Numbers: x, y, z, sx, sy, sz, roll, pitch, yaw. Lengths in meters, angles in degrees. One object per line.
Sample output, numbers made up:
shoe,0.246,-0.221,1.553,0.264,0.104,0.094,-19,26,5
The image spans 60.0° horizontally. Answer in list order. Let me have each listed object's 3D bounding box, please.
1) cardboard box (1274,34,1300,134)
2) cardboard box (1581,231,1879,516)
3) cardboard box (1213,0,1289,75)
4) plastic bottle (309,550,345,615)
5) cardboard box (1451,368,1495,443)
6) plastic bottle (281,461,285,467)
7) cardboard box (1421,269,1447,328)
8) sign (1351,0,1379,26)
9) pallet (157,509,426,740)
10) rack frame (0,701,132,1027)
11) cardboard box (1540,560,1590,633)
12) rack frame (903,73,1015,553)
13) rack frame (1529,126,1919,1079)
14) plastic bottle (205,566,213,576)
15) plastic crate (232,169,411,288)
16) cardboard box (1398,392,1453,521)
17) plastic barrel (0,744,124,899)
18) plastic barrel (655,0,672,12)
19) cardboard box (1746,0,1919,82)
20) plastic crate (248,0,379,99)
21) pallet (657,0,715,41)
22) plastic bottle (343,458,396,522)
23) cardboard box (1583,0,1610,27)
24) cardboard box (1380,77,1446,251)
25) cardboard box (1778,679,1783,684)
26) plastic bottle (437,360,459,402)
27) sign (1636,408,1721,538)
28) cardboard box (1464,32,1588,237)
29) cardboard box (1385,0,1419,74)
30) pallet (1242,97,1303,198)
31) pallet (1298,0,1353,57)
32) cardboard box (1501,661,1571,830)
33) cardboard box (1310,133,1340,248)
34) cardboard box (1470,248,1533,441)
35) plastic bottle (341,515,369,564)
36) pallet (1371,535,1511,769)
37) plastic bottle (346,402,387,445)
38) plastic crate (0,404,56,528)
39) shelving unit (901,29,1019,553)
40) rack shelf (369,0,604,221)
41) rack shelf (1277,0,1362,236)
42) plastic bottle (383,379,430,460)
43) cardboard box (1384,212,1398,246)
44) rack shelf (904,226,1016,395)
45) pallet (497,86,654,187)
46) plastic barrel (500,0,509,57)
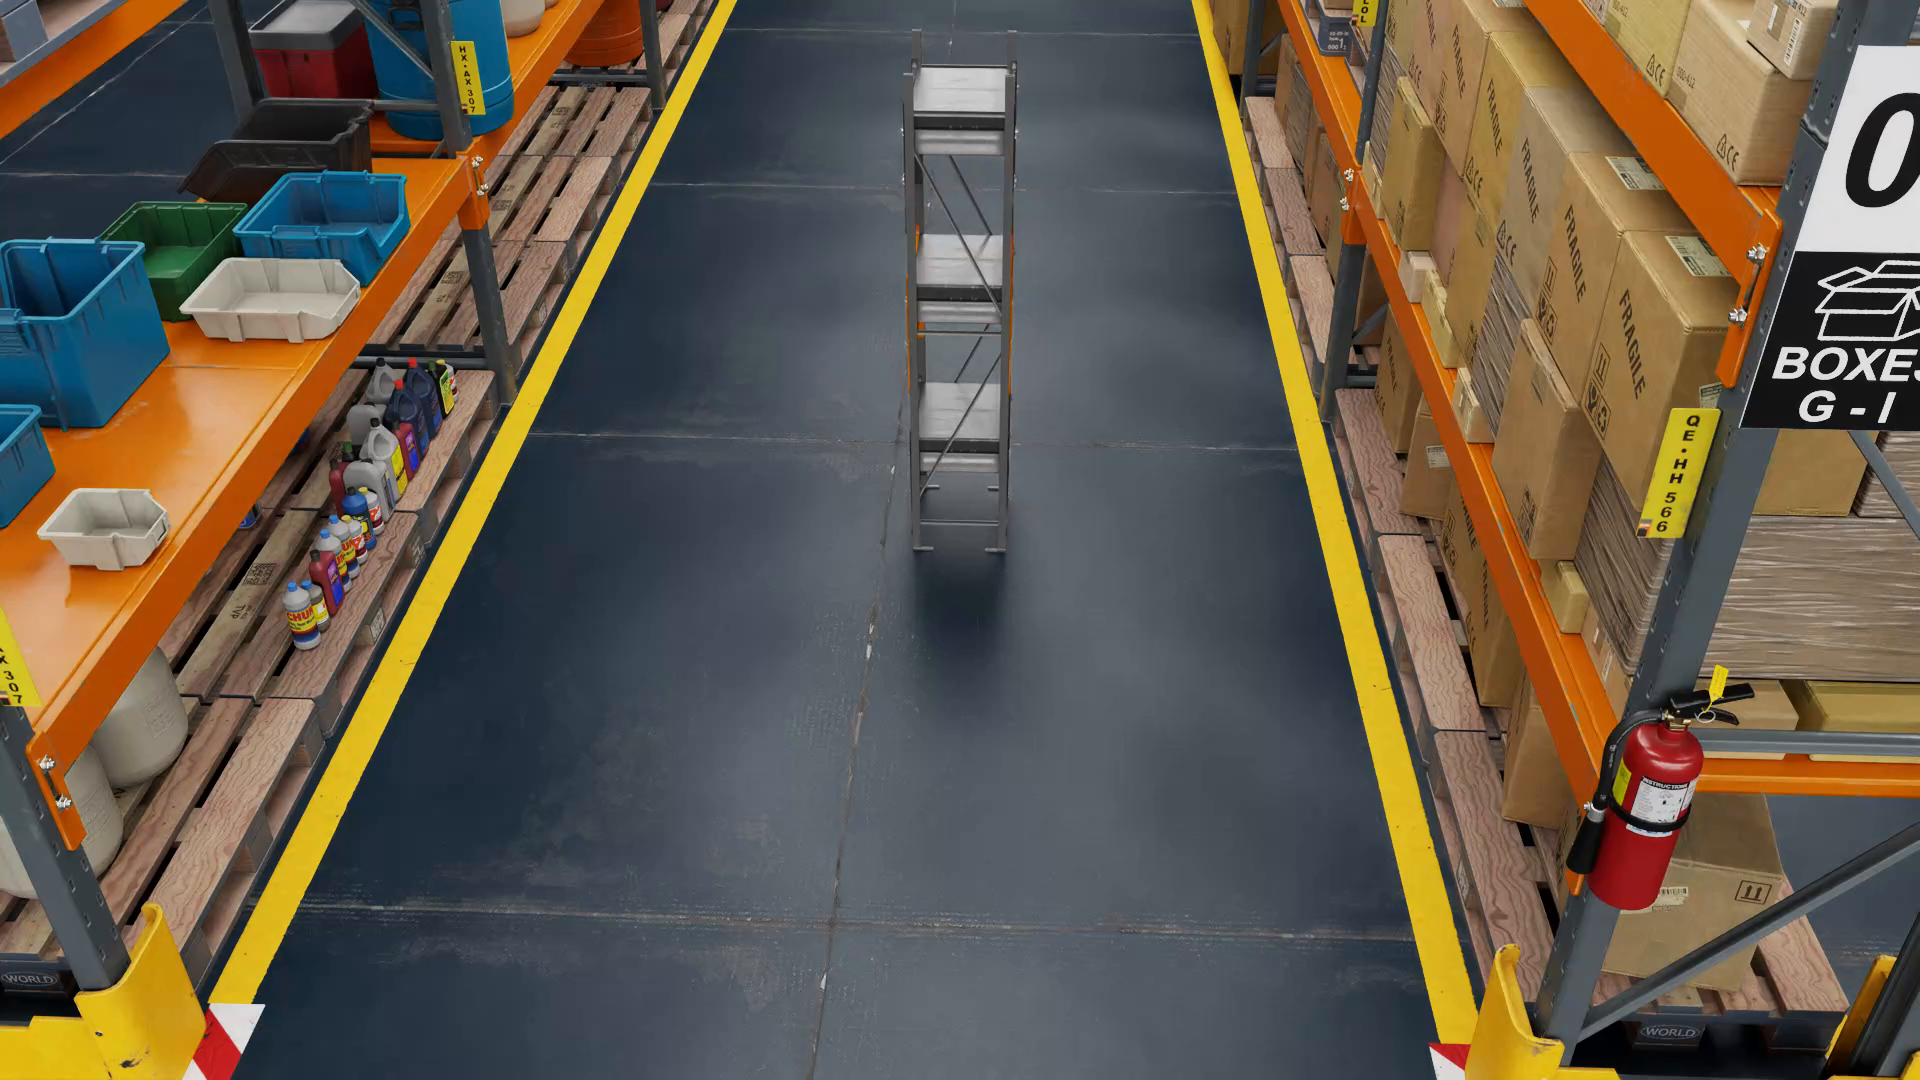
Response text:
cardboard box,2.402,-2.880,10.531,0.700,0.500,0.500,0,35,-1
cardboard box,1.863,-0.405,4.003,0.500,0.500,0.500,1,35,2
cardboard box,2.458,-3.807,11.541,1.225,0.875,0.875,0,35,0
plastic bottle,-2.449,0.141,6.421,0.061,0.283,0.133,2,35,3
cardboard box,1.849,-0.442,5.489,0.380,0.149,0.250,1,35,2
plastic bottle,-3.032,-0.448,7.269,0.097,0.271,0.097,0,35,0
cardboard box,1.914,-0.872,6.101,0.380,0.149,0.250,1,35,2
sign,1.694,-2.295,6.899,0.100,0.325,0.005,1,35,2
pallet,-2.815,0.304,6.634,1.003,0.211,1.213,1,35,2
rack frame,-2.861,0.374,4.110,1.000,3.000,0.127,1,35,2
cardboard box,1.863,0.134,4.669,0.380,0.149,0.250,1,35,2
rack frame,-0.003,-0.814,6.582,0.400,2.100,0.015,1,35,2
rack frame,2.088,0.488,3.947,1.000,3.000,0.127,1,35,2
plastic bottle,-3.057,0.041,6.633,0.097,0.201,0.097,0,35,0
plastic crate,-2.473,-1.222,6.509,0.499,0.251,0.616,1,35,2
cardboard box,2.177,-0.401,7.021,0.500,0.500,0.500,12,37,17
plastic barrel,-2.911,0.840,5.245,0.421,0.512,0.421,0,35,0
plastic barrel,-2.492,-4.338,12.546,0.600,0.588,0.708,1,35,2
cardboard box,1.787,-1.008,3.250,0.380,0.149,0.250,1,35,2
plastic crate,-2.987,-2.236,7.767,0.402,0.464,0.583,1,35,2
pallet,-2.498,-4.235,13.092,1.003,0.211,1.213,1,35,2
plastic bottle,-2.469,-0.224,6.947,0.152,0.276,0.135,2,35,3
cardboard box,1.900,-1.542,4.357,0.500,0.250,0.500,2,35,3
cardboard box,2.114,-1.429,6.329,0.875,0.500,0.500,1,35,2
cardboard box,2.367,0.289,4.448,0.380,0.149,0.250,1,35,2
plastic bottle,-2.403,-0.744,7.751,0.097,0.201,0.097,0,35,0
sign,1.534,-0.139,3.558,0.100,0.325,0.005,1,35,2
cardboard box,1.928,-1.267,5.229,0.500,0.500,0.500,1,35,2
cardboard box,1.977,-2.129,6.456,0.500,0.500,0.500,1,35,2
pallet,2.377,-2.519,10.650,1.003,0.211,1.213,1,35,2
pallet,2.371,-2.892,8.923,1.003,0.211,1.213,1,35,2
cardboard box,2.120,0.636,5.545,0.500,0.500,0.500,10,36,14
cardboard box,2.355,-1.915,9.157,0.700,0.500,0.500,-2,35,-2
cardboard box,2.101,-0.566,5.101,0.875,0.500,0.500,1,35,2
plastic bottle,-2.455,-0.007,6.703,0.097,0.201,0.097,0,35,0
pallet,2.211,0.420,6.469,1.003,0.211,1.213,1,35,2
plastic bottle,-2.595,-0.492,7.328,0.152,0.276,0.135,1,35,2
plastic crate,-3.108,-0.233,5.102,0.499,0.251,0.408,1,35,2
shelving unit,0.007,-0.954,6.782,0.431,2.100,0.503,1,35,2
rack shelf,-2.620,-2.779,9.222,1.077,0.370,4.000,1,35,2
rack shelf,2.329,-2.665,9.059,1.077,0.370,4.000,1,35,2
plastic bottle,-2.446,-0.534,7.322,0.144,0.351,0.185,0,35,0
cardboard box,1.934,-1.303,6.714,0.380,0.149,0.250,1,35,2
rack shelf,0.007,-0.943,6.789,0.431,0.518,0.480,1,35,2
pallet,-2.609,-2.638,10.820,1.003,0.211,1.213,1,35,2
plastic barrel,-2.443,-2.525,8.116,0.433,0.535,0.433,0,35,0
